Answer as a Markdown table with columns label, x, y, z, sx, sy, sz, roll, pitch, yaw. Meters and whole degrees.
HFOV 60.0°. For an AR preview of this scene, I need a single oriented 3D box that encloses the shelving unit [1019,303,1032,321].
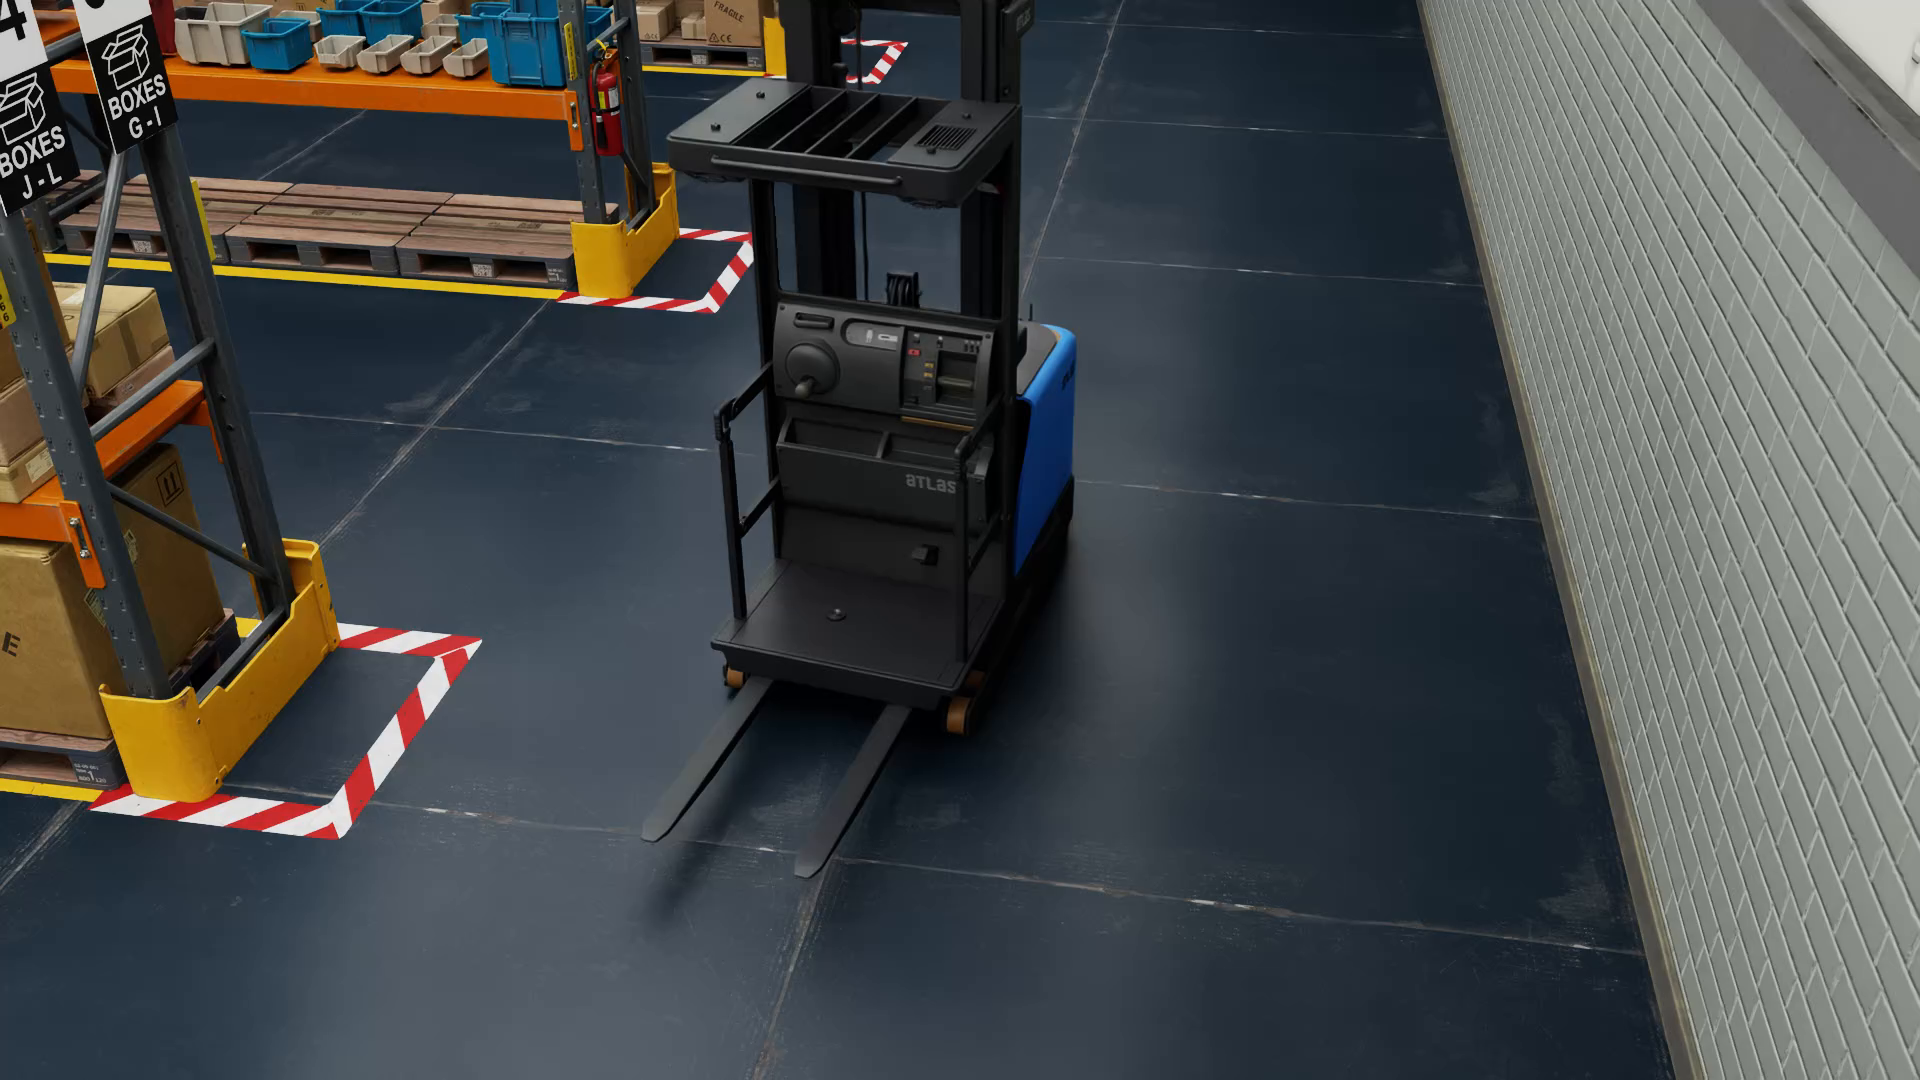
| label | x | y | z | sx | sy | sz | roll | pitch | yaw |
| --- | --- | --- | --- | --- | --- | --- | --- | --- | --- |
| shelving unit | 0.203 | -0.684 | 8.353 | 0.252 | 1.050 | 0.215 | 10 | 33 | 15 |

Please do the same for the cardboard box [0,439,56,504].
| label | x | y | z | sx | sy | sz | roll | pitch | yaw |
| --- | --- | --- | --- | --- | --- | --- | --- | --- | --- |
| cardboard box | -3.485 | -0.301 | 6.140 | 0.250 | 0.149 | 0.380 | 6 | 33 | 9 |

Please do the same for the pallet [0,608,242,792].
| label | x | y | z | sx | sy | sz | roll | pitch | yaw |
| --- | --- | --- | --- | --- | --- | --- | --- | --- | --- |
| pallet | -3.880 | 0.604 | 7.086 | 1.213 | 0.211 | 1.003 | 5 | 32 | 8 |

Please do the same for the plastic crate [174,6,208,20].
| label | x | y | z | sx | sy | sz | roll | pitch | yaw |
| --- | --- | --- | --- | --- | --- | --- | --- | --- | --- |
| plastic crate | -5.040 | -3.444 | 11.129 | 0.590 | 0.125 | 0.437 | 5 | 32 | 8 |

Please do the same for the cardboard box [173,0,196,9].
| label | x | y | z | sx | sy | sz | roll | pitch | yaw |
| --- | --- | --- | --- | --- | --- | --- | --- | --- | --- |
| cardboard box | -7.368 | -5.244 | 15.742 | 0.500 | 0.500 | 0.500 | 4 | 32 | 7 |

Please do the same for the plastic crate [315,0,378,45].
| label | x | y | z | sx | sy | sz | roll | pitch | yaw |
| --- | --- | --- | --- | --- | --- | --- | --- | --- | --- |
| plastic crate | -4.027 | -3.431 | 11.006 | 0.300 | 0.233 | 0.416 | 5 | 32 | 8 |

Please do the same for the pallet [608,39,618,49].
| label | x | y | z | sx | sy | sz | roll | pitch | yaw |
| --- | --- | --- | --- | --- | --- | --- | --- | --- | --- |
| pallet | -3.469 | -4.734 | 15.614 | 1.213 | 0.211 | 1.003 | 5 | 32 | 8 |

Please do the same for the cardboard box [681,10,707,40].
| label | x | y | z | sx | sy | sz | roll | pitch | yaw |
| --- | --- | --- | --- | --- | --- | --- | --- | --- | --- |
| cardboard box | -2.370 | -4.717 | 15.214 | 0.250 | 0.166 | 0.380 | 5 | 32 | 8 |

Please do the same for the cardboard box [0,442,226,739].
| label | x | y | z | sx | sy | sz | roll | pitch | yaw |
| --- | --- | --- | --- | --- | --- | --- | --- | --- | --- |
| cardboard box | -3.723 | 0.160 | 6.774 | 0.875 | 0.875 | 0.875 | 5 | 32 | 8 |

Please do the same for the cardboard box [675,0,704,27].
| label | x | y | z | sx | sy | sz | roll | pitch | yaw |
| --- | --- | --- | --- | --- | --- | --- | --- | --- | --- |
| cardboard box | -2.390 | -4.991 | 15.573 | 0.500 | 0.250 | 0.500 | 5 | 32 | 8 |

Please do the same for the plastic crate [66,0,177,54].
| label | x | y | z | sx | sy | sz | roll | pitch | yaw |
| --- | --- | --- | --- | --- | --- | --- | --- | --- | --- |
| plastic crate | -5.351 | -3.337 | 10.637 | 0.583 | 0.464 | 0.402 | 5 | 32 | 8 |

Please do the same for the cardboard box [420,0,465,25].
| label | x | y | z | sx | sy | sz | roll | pitch | yaw |
| --- | --- | --- | --- | --- | --- | --- | --- | --- | --- |
| cardboard box | -4.974 | -4.982 | 15.501 | 0.500 | 0.311 | 0.500 | 5 | 32 | 8 |

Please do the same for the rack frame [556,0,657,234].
| label | x | y | z | sx | sy | sz | roll | pitch | yaw |
| --- | --- | --- | --- | --- | --- | --- | --- | --- | --- |
| rack frame | -2.246 | -3.138 | 10.436 | 0.127 | 3.000 | 1.000 | 5 | 32 | 8 |

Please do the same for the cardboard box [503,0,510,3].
| label | x | y | z | sx | sy | sz | roll | pitch | yaw |
| --- | --- | --- | --- | --- | --- | --- | --- | --- | --- |
| cardboard box | -4.003 | -5.163 | 15.790 | 0.500 | 0.311 | 0.500 | 5 | 32 | 8 |

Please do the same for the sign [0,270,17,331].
| label | x | y | z | sx | sy | sz | roll | pitch | yaw |
| --- | --- | --- | --- | --- | --- | --- | --- | --- | --- |
| sign | -3.184 | -0.856 | 5.476 | 0.005 | 0.325 | 0.100 | 5 | 32 | 8 |

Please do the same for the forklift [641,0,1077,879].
| label | x | y | z | sx | sy | sz | roll | pitch | yaw |
| --- | --- | --- | --- | --- | --- | --- | --- | --- | --- |
| forklift | -0.381 | -0.668 | 6.555 | 1.130 | 2.935 | 3.031 | 10 | 33 | 15 |

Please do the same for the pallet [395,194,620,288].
| label | x | y | z | sx | sy | sz | roll | pitch | yaw |
| --- | --- | --- | --- | --- | --- | --- | --- | --- | --- |
| pallet | -3.052 | -2.050 | 11.326 | 1.213 | 0.211 | 1.003 | 5 | 32 | 8 |

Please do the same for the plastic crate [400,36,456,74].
| label | x | y | z | sx | sy | sz | roll | pitch | yaw |
| --- | --- | --- | --- | --- | --- | --- | --- | --- | --- |
| plastic crate | -3.363 | -3.063 | 10.509 | 0.243 | 0.136 | 0.396 | 5 | 32 | 8 |

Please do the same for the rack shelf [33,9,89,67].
| label | x | y | z | sx | sy | sz | roll | pitch | yaw |
| --- | --- | --- | --- | --- | --- | --- | --- | --- | --- |
| rack shelf | -5.051 | -1.693 | 5.978 | 4.000 | 0.370 | 1.077 | 5 | 32 | 8 |

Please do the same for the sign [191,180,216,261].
| label | x | y | z | sx | sy | sz | roll | pitch | yaw |
| --- | --- | --- | --- | --- | --- | --- | --- | --- | --- |
| sign | -2.980 | -1.238 | 6.510 | 0.005 | 0.325 | 0.100 | 5 | 32 | 8 |

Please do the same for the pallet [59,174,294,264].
| label | x | y | z | sx | sy | sz | roll | pitch | yaw |
| --- | --- | --- | --- | --- | --- | --- | --- | --- | --- |
| pallet | -5.457 | -2.268 | 11.674 | 1.213 | 0.211 | 1.003 | 5 | 32 | 8 |

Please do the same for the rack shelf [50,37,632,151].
| label | x | y | z | sx | sy | sz | roll | pitch | yaw |
| --- | --- | --- | --- | --- | --- | --- | --- | --- | --- |
| rack shelf | -4.217 | -3.012 | 10.912 | 4.000 | 0.370 | 1.077 | 5 | 32 | 8 |

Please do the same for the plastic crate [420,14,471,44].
| label | x | y | z | sx | sy | sz | roll | pitch | yaw |
| --- | --- | --- | --- | --- | --- | --- | --- | --- | --- |
| plastic crate | -3.405 | -3.378 | 11.012 | 0.298 | 0.136 | 0.250 | 5 | 32 | 8 |

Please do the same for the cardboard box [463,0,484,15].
| label | x | y | z | sx | sy | sz | roll | pitch | yaw |
| --- | --- | --- | --- | --- | --- | --- | --- | --- | --- |
| cardboard box | -4.742 | -5.310 | 15.847 | 0.500 | 0.500 | 0.500 | 5 | 32 | 8 |

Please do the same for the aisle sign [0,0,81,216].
| label | x | y | z | sx | sy | sz | roll | pitch | yaw |
| --- | --- | --- | --- | --- | --- | --- | --- | --- | --- |
| aisle sign | -3.059 | -1.486 | 5.347 | 0.004 | 0.787 | 0.394 | 5 | 32 | 8 |

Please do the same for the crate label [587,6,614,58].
| label | x | y | z | sx | sy | sz | roll | pitch | yaw |
| --- | --- | --- | --- | --- | --- | --- | --- | --- | --- |
| crate label | -2.434 | -3.287 | 10.775 | 0.303 | 0.233 | 0.416 | 5 | 32 | 8 |

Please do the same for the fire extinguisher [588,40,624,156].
| label | x | y | z | sx | sy | sz | roll | pitch | yaw |
| --- | --- | --- | --- | --- | --- | --- | --- | --- | --- |
| fire extinguisher | -2.174 | -2.696 | 10.154 | 0.183 | 0.674 | 0.296 | 5 | 32 | 8 |

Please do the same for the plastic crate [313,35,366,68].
| label | x | y | z | sx | sy | sz | roll | pitch | yaw |
| --- | --- | --- | --- | --- | --- | --- | --- | --- | --- |
| plastic crate | -3.937 | -3.092 | 10.555 | 0.250 | 0.136 | 0.298 | 5 | 32 | 8 |

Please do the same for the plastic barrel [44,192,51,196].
| label | x | y | z | sx | sy | sz | roll | pitch | yaw |
| --- | --- | --- | --- | --- | --- | --- | --- | --- | --- |
| plastic barrel | -6.722 | -2.841 | 11.544 | 0.708 | 0.901 | 0.600 | 5 | 32 | 8 |

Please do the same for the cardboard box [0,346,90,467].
| label | x | y | z | sx | sy | sz | roll | pitch | yaw |
| --- | --- | --- | --- | --- | --- | --- | --- | --- | --- |
| cardboard box | -3.601 | -0.515 | 6.106 | 0.500 | 0.250 | 0.500 | 5 | 32 | 7 |

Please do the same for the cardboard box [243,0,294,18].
| label | x | y | z | sx | sy | sz | roll | pitch | yaw |
| --- | --- | --- | --- | --- | --- | --- | --- | --- | --- |
| cardboard box | -6.372 | -5.155 | 15.600 | 0.500 | 0.500 | 0.500 | 5 | 32 | 8 |

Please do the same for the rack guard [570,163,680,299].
| label | x | y | z | sx | sy | sz | roll | pitch | yaw |
| --- | --- | --- | --- | --- | --- | --- | --- | --- | --- |
| rack guard | -2.220 | -2.083 | 11.107 | 0.348 | 0.500 | 1.175 | 5 | 32 | 8 |
